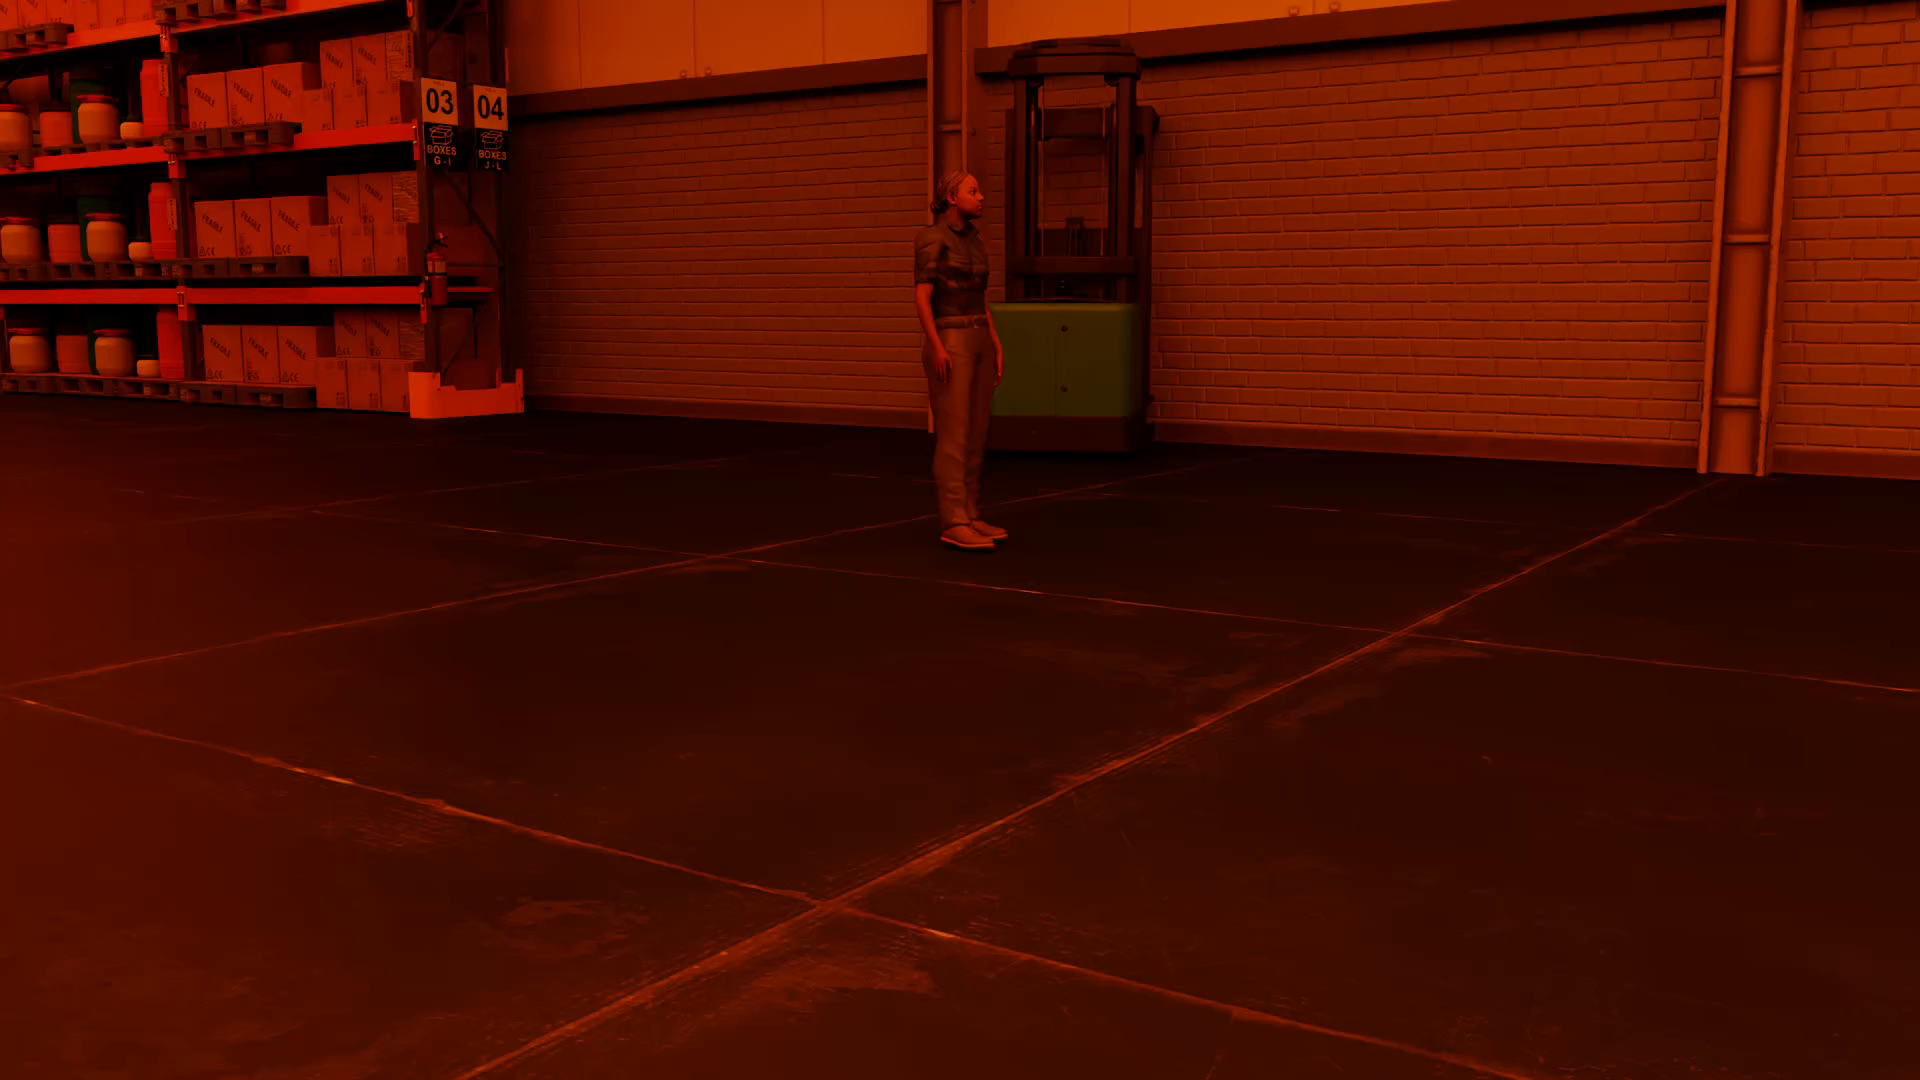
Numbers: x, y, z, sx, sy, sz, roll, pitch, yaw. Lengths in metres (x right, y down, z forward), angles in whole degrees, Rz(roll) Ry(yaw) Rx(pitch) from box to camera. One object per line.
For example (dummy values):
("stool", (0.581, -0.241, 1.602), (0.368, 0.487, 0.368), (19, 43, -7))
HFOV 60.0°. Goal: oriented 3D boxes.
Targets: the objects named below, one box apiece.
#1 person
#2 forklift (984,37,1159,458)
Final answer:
("person", (0.062, -0.817, 7.421), (0.503, 1.656, 0.569), (5, 10, 34))
("forklift", (0.923, -2.193, 12.617), (1.130, 2.935, 3.031), (1, 8, 10))
